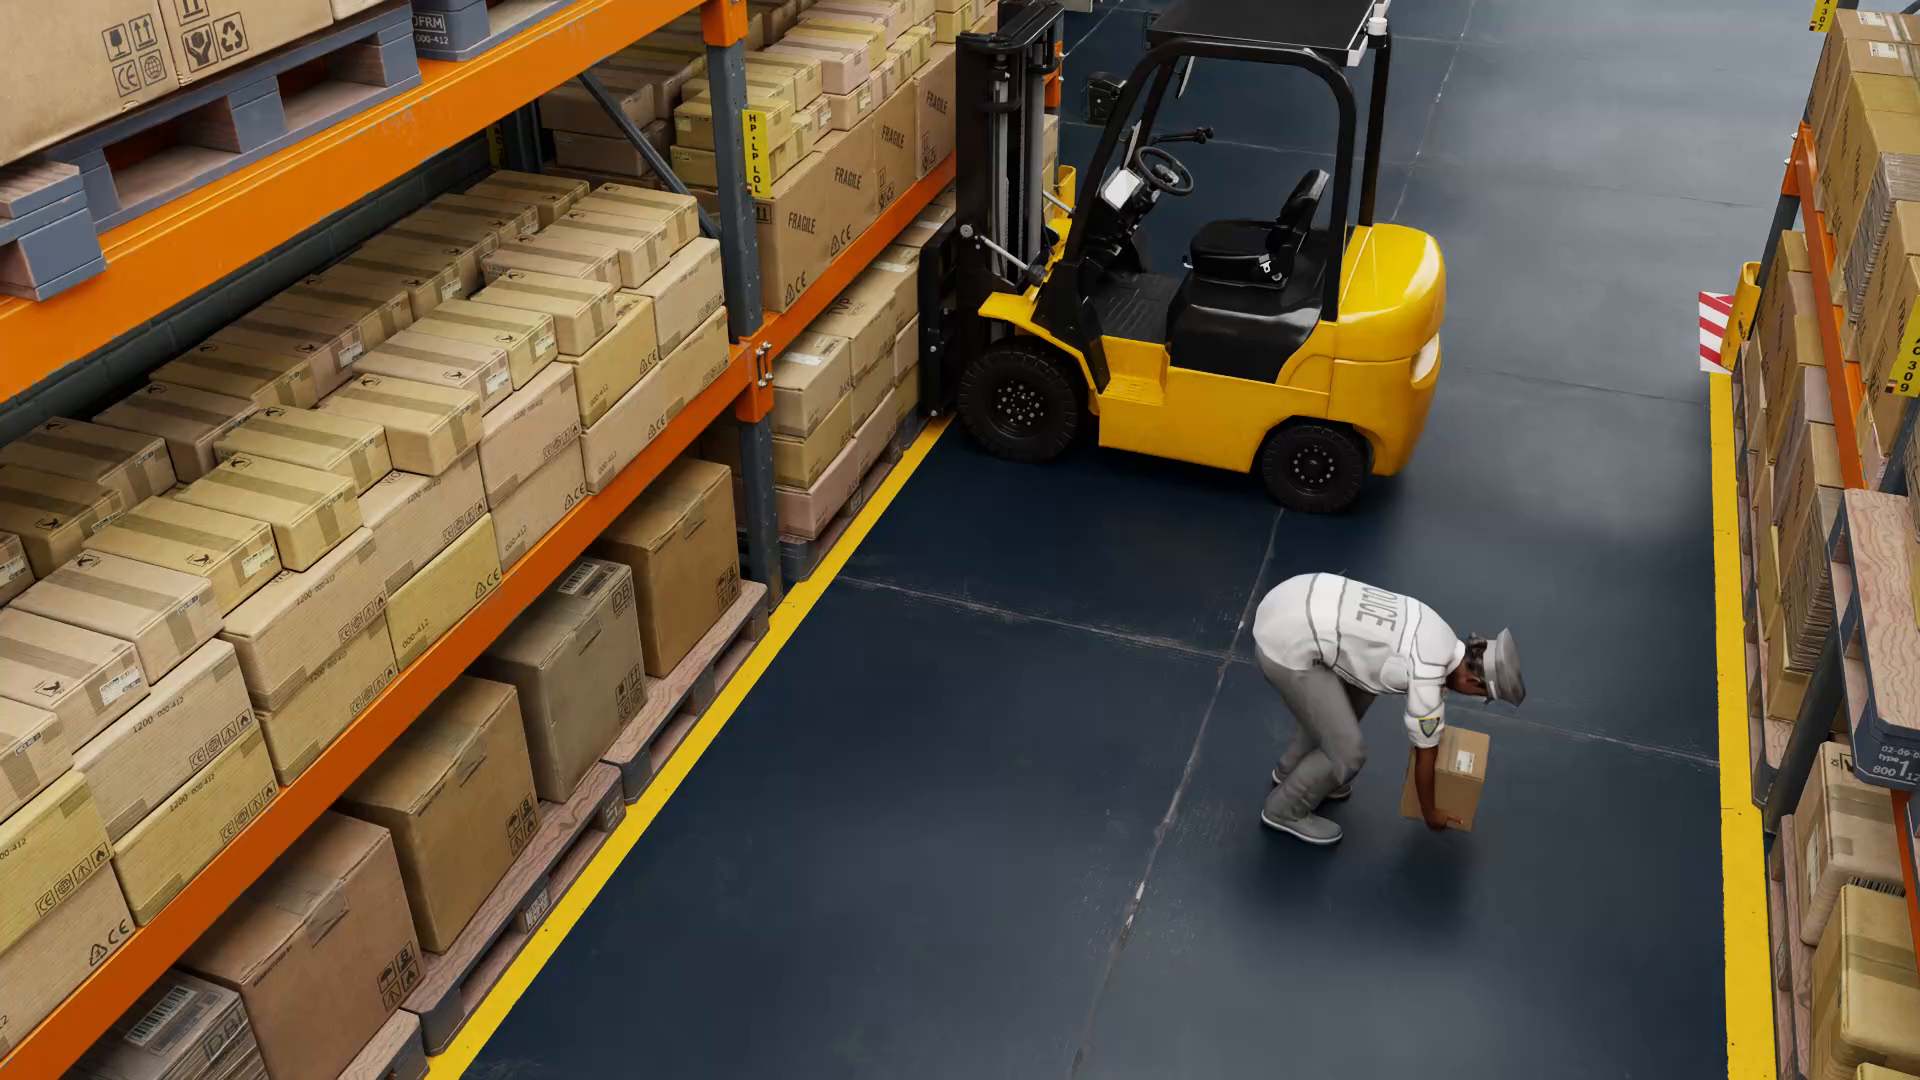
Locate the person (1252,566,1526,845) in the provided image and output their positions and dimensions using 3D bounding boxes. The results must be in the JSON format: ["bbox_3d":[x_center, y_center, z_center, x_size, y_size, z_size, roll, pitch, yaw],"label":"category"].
[{"bbox_3d":[1.466,0.613,5.828,0.927,0.987,0.449,10,35,14],"label":"person"}]
